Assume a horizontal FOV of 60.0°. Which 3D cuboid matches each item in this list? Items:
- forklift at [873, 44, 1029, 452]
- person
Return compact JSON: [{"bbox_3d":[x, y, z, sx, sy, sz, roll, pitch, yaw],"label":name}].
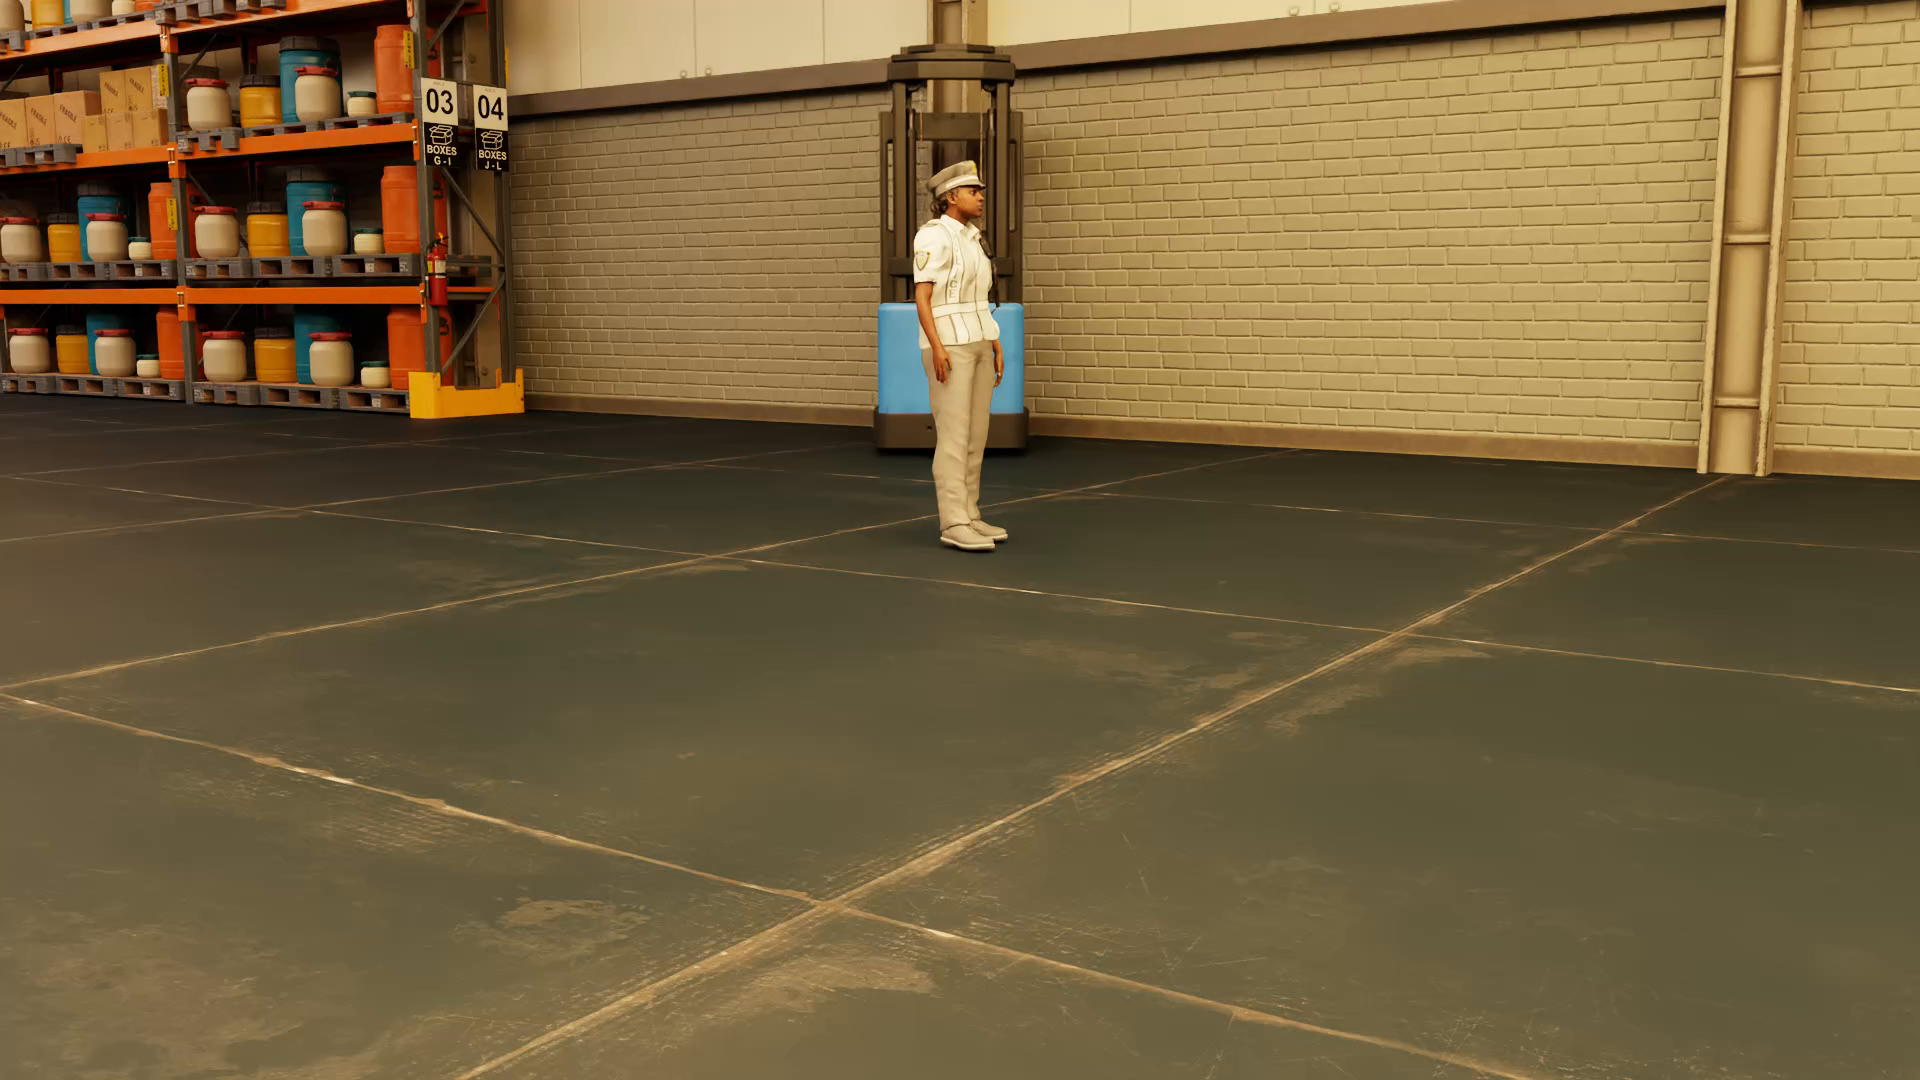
[{"bbox_3d":[-0.065,-2.233,12.894,1.130,2.935,3.031,0,8,0],"label":"forklift"},{"bbox_3d":[0.051,-0.838,7.425,0.528,1.695,0.569,5,10,34],"label":"person"}]
